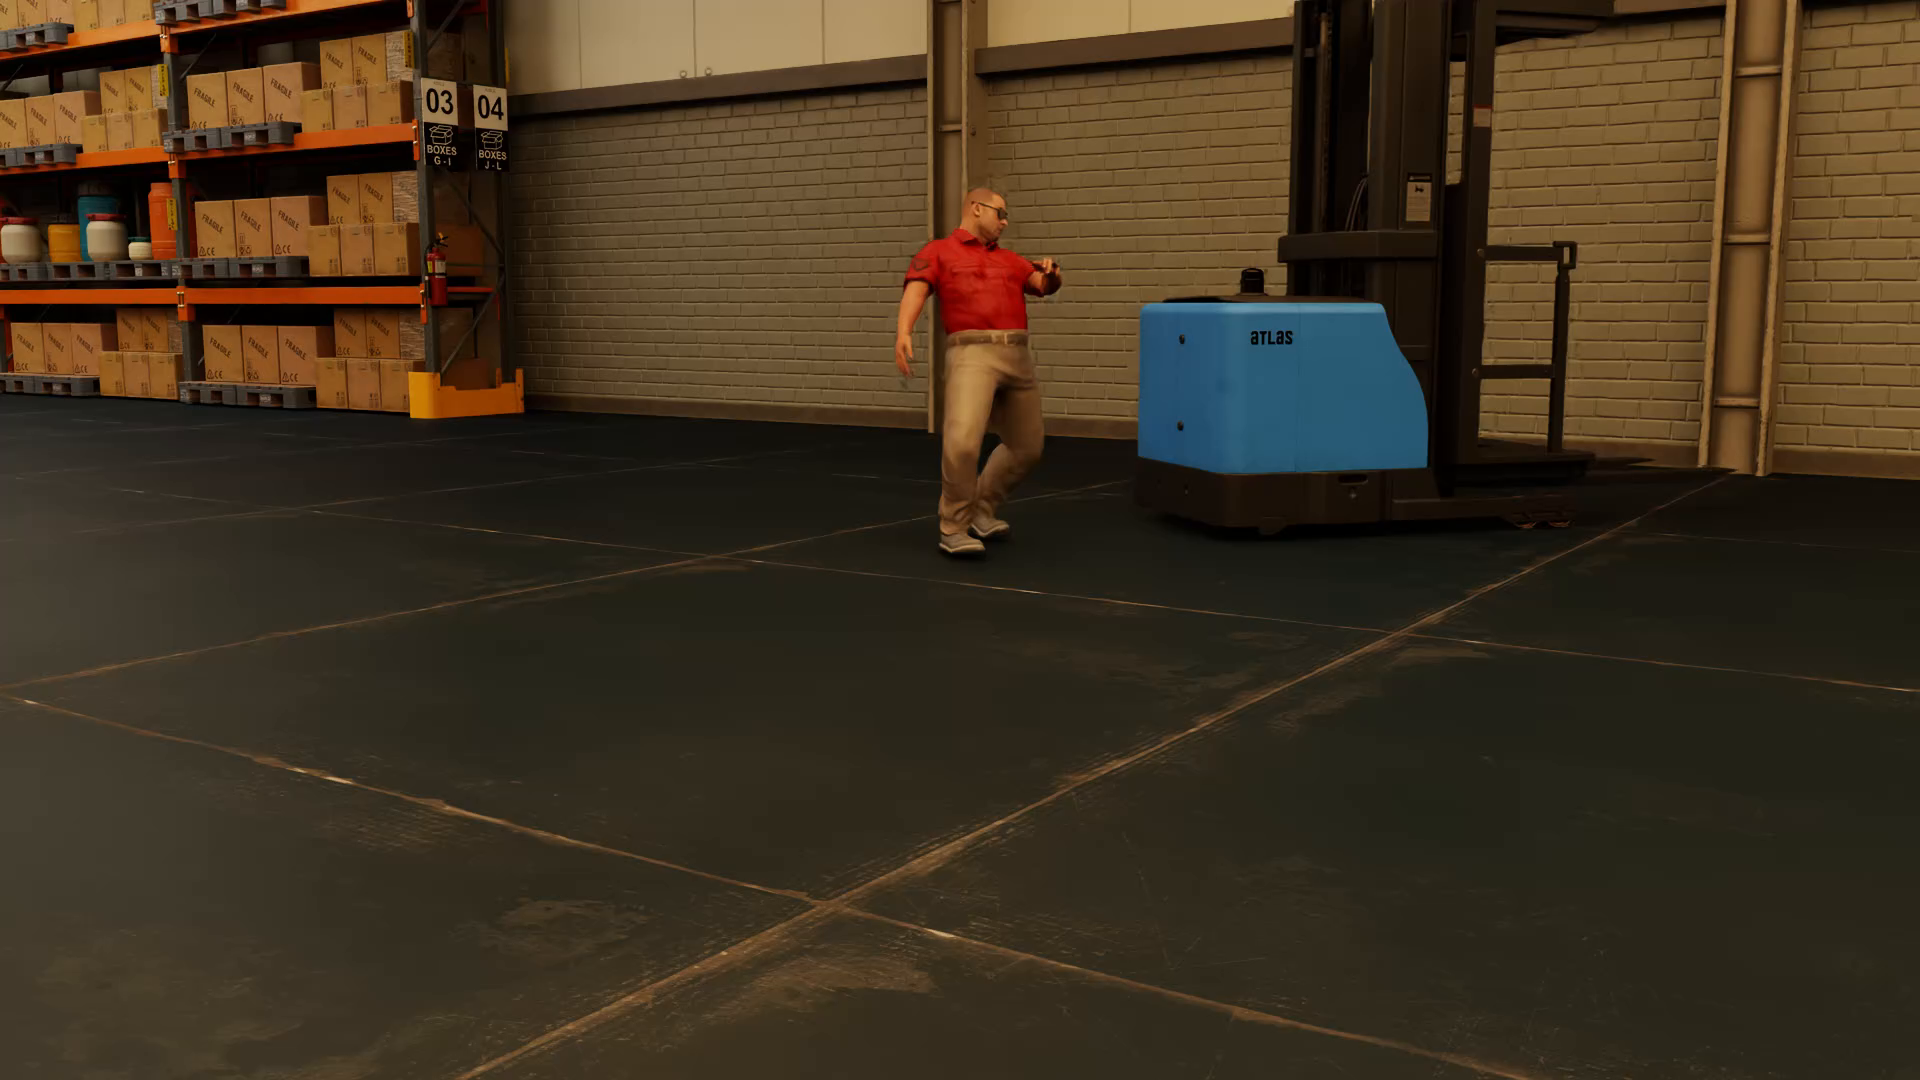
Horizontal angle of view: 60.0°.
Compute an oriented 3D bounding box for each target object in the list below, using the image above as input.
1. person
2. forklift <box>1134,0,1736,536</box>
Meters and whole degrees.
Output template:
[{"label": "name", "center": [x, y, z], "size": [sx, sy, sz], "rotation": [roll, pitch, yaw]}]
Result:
[{"label": "person", "center": [0.078, -0.734, 7.128], "size": [0.854, 1.560, 0.853], "rotation": [-8, 11, -44]}, {"label": "forklift", "center": [2.453, -1.569, 8.224], "size": [3.031, 2.935, 1.130], "rotation": [-3, 9, -18]}]
